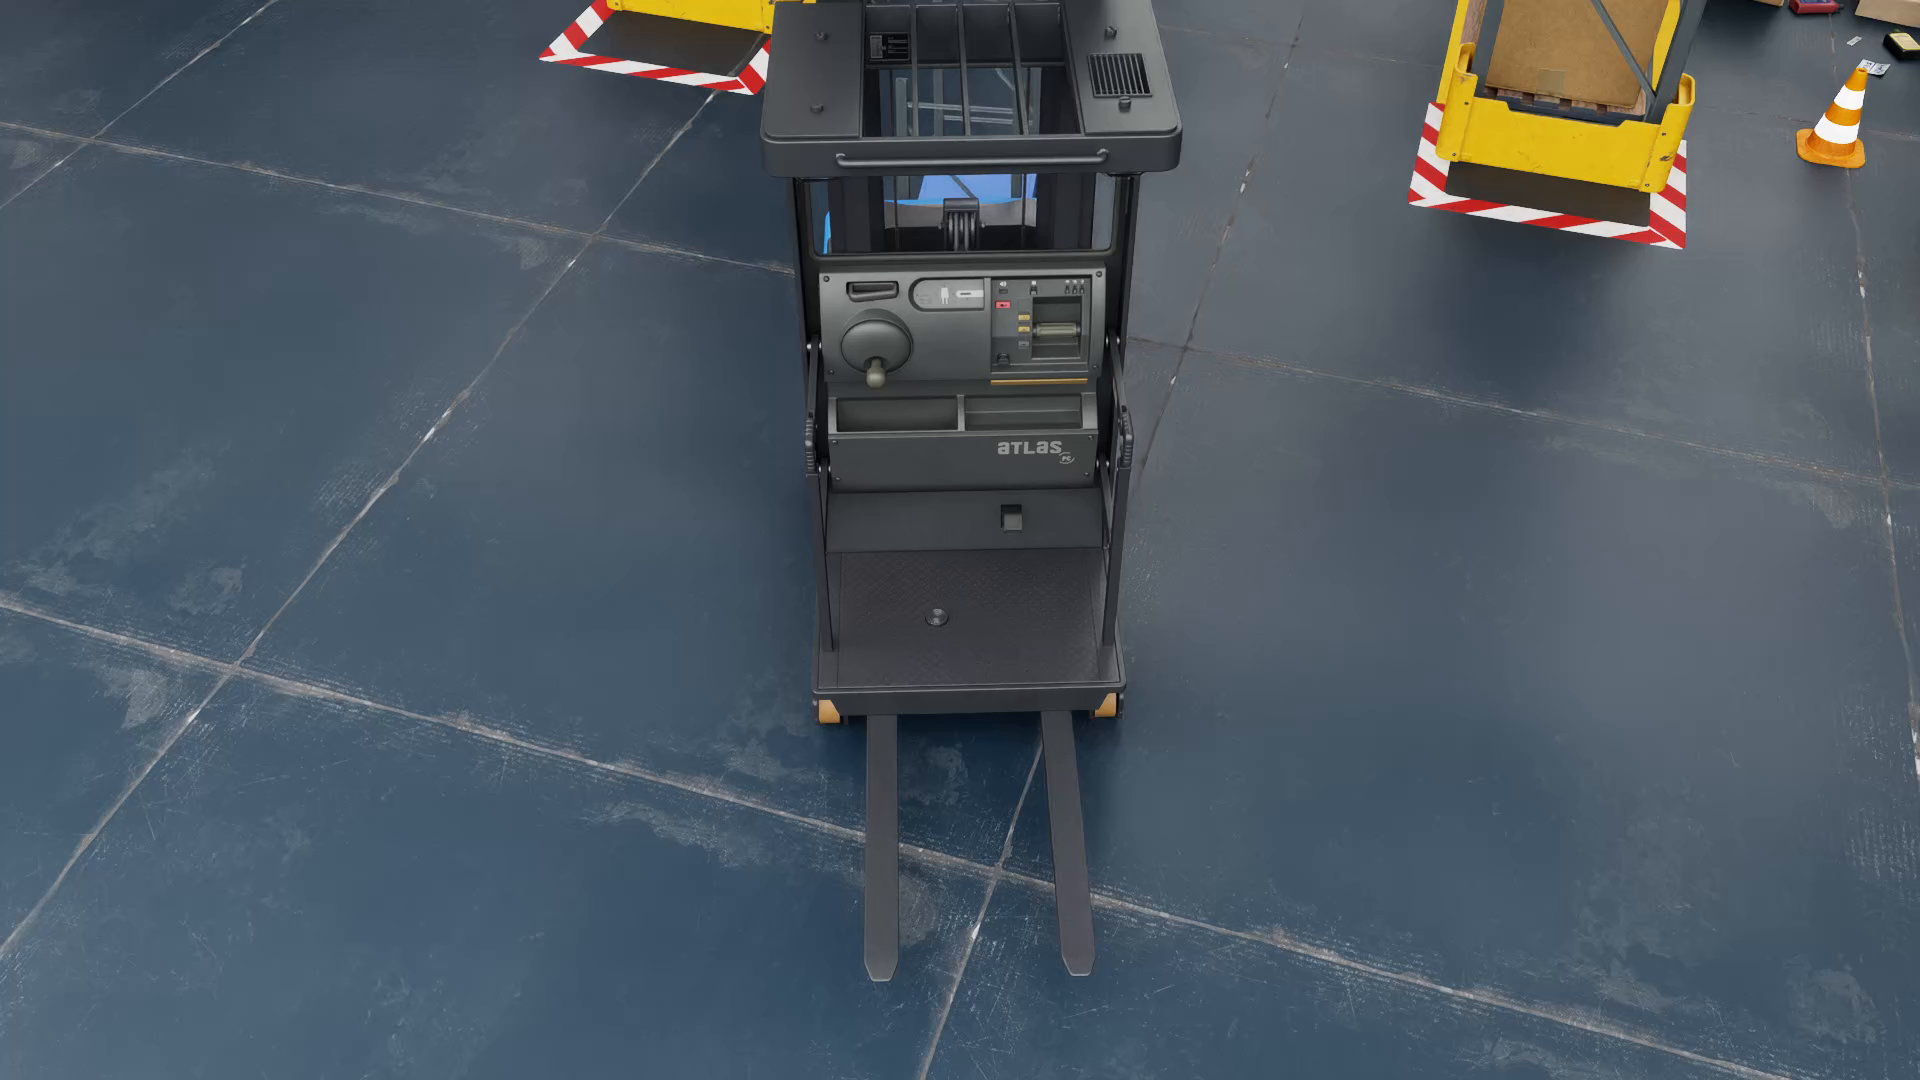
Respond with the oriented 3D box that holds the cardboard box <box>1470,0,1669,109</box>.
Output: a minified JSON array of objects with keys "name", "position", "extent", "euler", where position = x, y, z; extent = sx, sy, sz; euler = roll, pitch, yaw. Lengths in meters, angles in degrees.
[{"name":"cardboard box","position":[3.273,-2.962,8.851],"extent":[0.875,0.875,0.875],"euler":[13,46,13]}]

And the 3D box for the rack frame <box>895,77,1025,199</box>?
[{"name":"rack frame","position":[0.001,-1.225,6.929],"extent":[0.500,1.500,0.032],"euler":[5,45,5]}]

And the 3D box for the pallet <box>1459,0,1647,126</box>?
[{"name":"pallet","position":[3.298,-2.658,9.315],"extent":[1.003,0.211,1.213],"euler":[13,46,13]}]

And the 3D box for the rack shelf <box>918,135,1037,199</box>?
[{"name":"rack shelf","position":[0.065,-1.449,7.415],"extent":[0.538,0.185,1.000],"euler":[5,45,5]}]

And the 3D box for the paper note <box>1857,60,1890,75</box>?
[{"name":"paper note","position":[5.211,-2.701,9.490],"extent":[0.144,0.017,0.142],"euler":[28,51,26]}]

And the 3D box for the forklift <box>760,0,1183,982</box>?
[{"name":"forklift","position":[8.096,-4.363,9.113],"extent":[17.602,2.935,13.267],"euler":[-1,44,-1]}]

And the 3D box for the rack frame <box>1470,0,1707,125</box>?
[{"name":"rack frame","position":[3.131,-3.105,7.778],"extent":[1.000,3.000,0.127],"euler":[13,46,13]}]

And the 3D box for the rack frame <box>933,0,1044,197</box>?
[{"name":"rack frame","position":[0.130,-1.930,7.650],"extent":[0.500,1.500,0.032],"euler":[5,45,5]}]

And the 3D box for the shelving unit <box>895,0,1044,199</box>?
[{"name":"shelving unit","position":[0.065,-1.577,7.289],"extent":[0.538,1.500,1.048],"euler":[5,45,5]}]

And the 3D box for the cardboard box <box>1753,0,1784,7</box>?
[{"name":"cardboard box","position":[4.850,-3.627,10.097],"extent":[0.500,0.500,0.500],"euler":[20,48,19]}]

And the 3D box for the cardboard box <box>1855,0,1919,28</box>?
[{"name":"cardboard box","position":[5.577,-3.258,9.890],"extent":[0.396,0.266,0.258],"euler":[20,48,19]}]

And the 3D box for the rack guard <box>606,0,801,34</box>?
[{"name":"rack guard","position":[-1.543,-3.380,9.847],"extent":[1.175,0.500,0.348],"euler":[13,46,13]}]

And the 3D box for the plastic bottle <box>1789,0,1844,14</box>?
[{"name":"plastic bottle","position":[5.153,-3.219,9.996],"extent":[0.283,0.061,0.133],"euler":[-2,44,-2]}]
